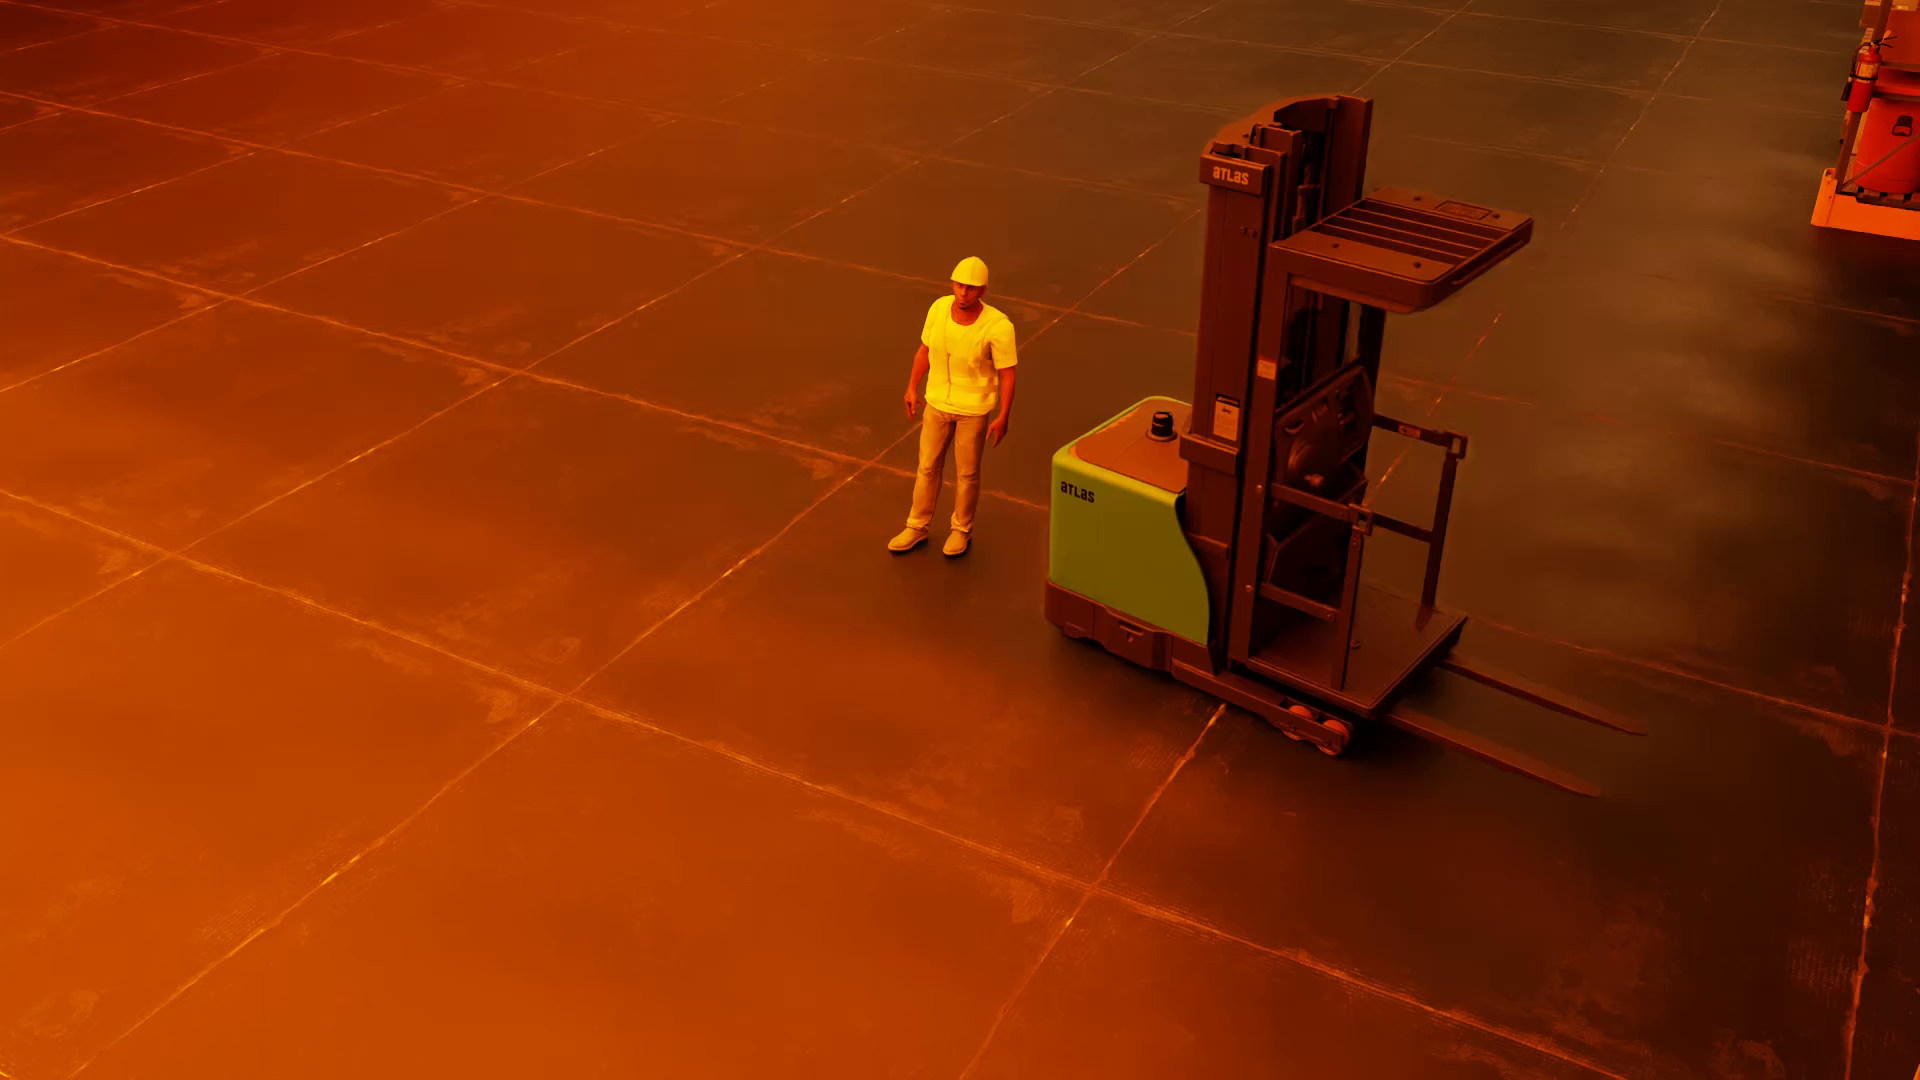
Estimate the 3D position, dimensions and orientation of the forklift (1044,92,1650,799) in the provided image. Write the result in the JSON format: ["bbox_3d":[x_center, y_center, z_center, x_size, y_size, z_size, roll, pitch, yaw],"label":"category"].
[{"bbox_3d":[1.927,-0.514,7.962,3.031,2.935,1.130,22,37,33],"label":"forklift"}]

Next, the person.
[{"bbox_3d":[-0.038,-0.742,9.507,0.666,1.768,0.575,15,33,25],"label":"person"}]
